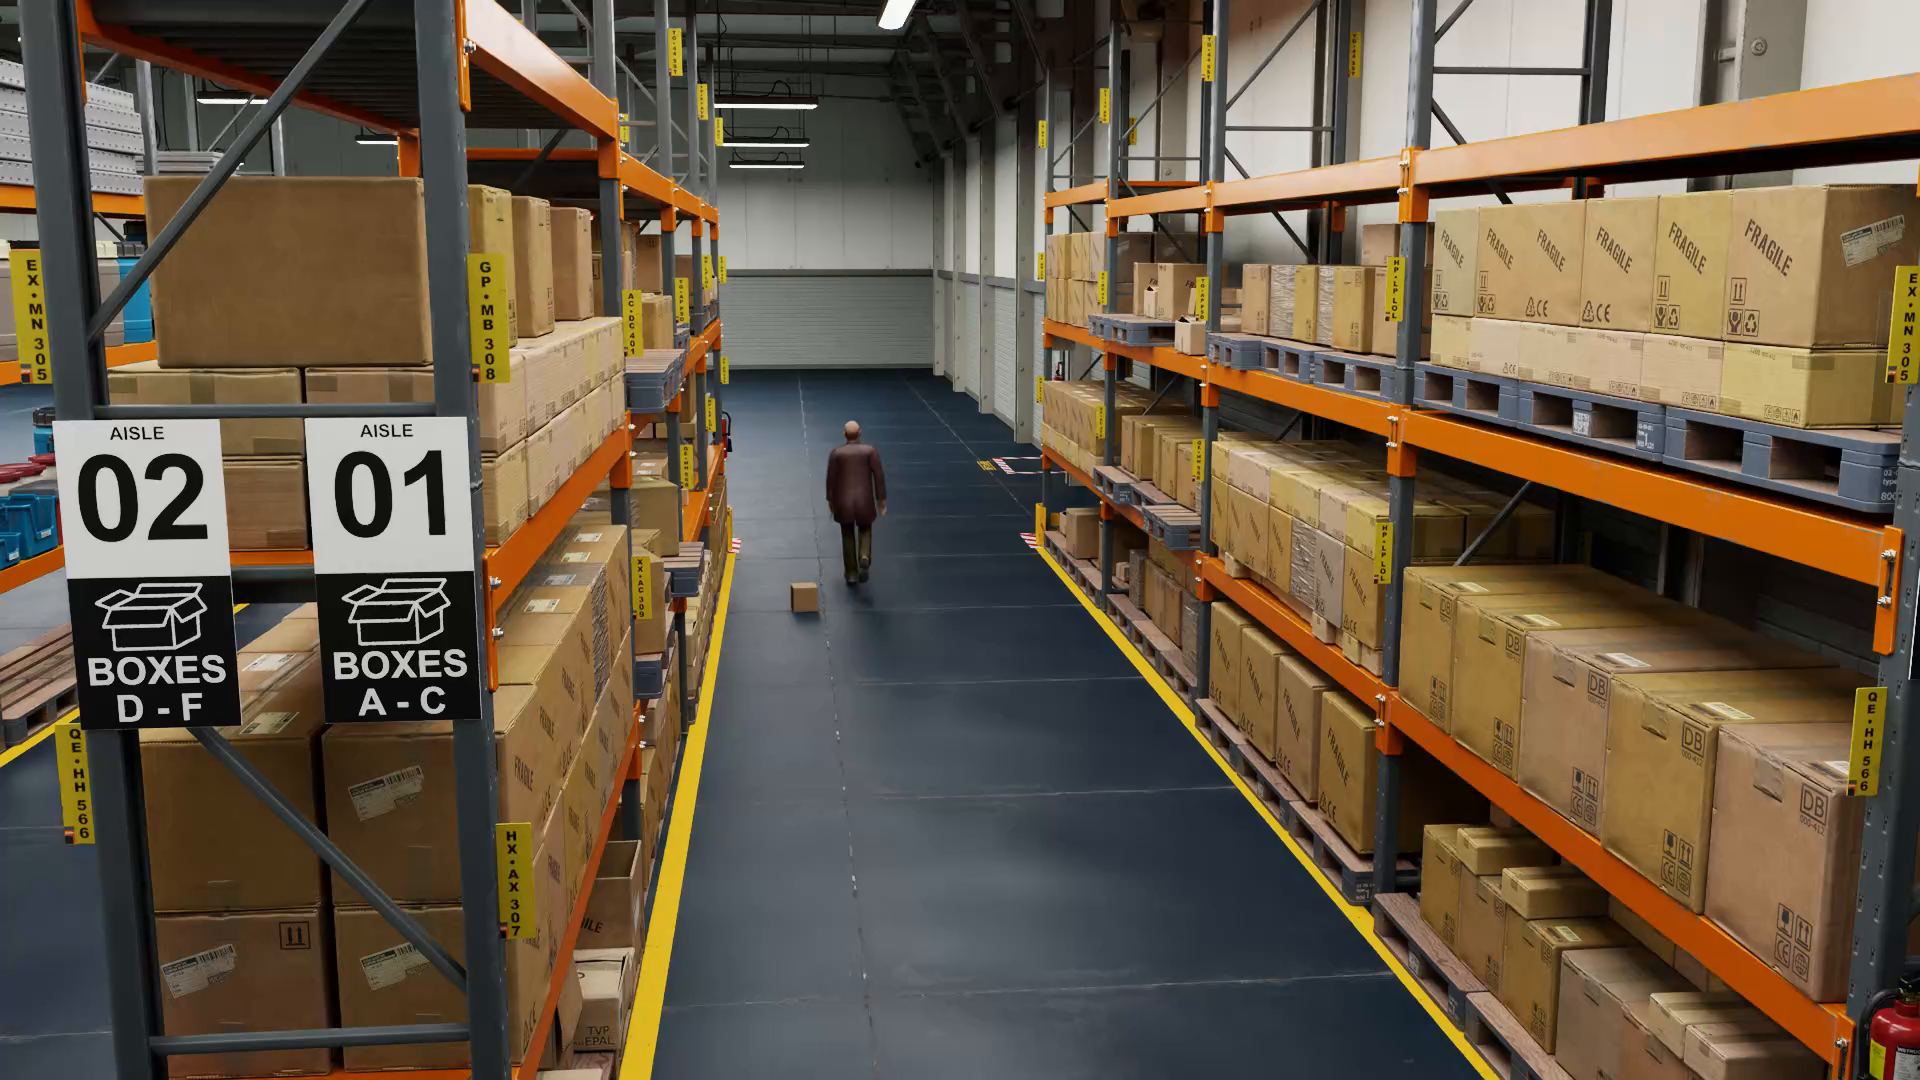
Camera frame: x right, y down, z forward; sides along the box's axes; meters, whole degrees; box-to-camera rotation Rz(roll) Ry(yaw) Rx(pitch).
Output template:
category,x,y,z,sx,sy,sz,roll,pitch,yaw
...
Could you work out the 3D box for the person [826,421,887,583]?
category,x,y,z,sx,sy,sz,roll,pitch,yaw
person,-1.138,-0.421,18.298,0.651,1.778,0.509,-2,10,-9
